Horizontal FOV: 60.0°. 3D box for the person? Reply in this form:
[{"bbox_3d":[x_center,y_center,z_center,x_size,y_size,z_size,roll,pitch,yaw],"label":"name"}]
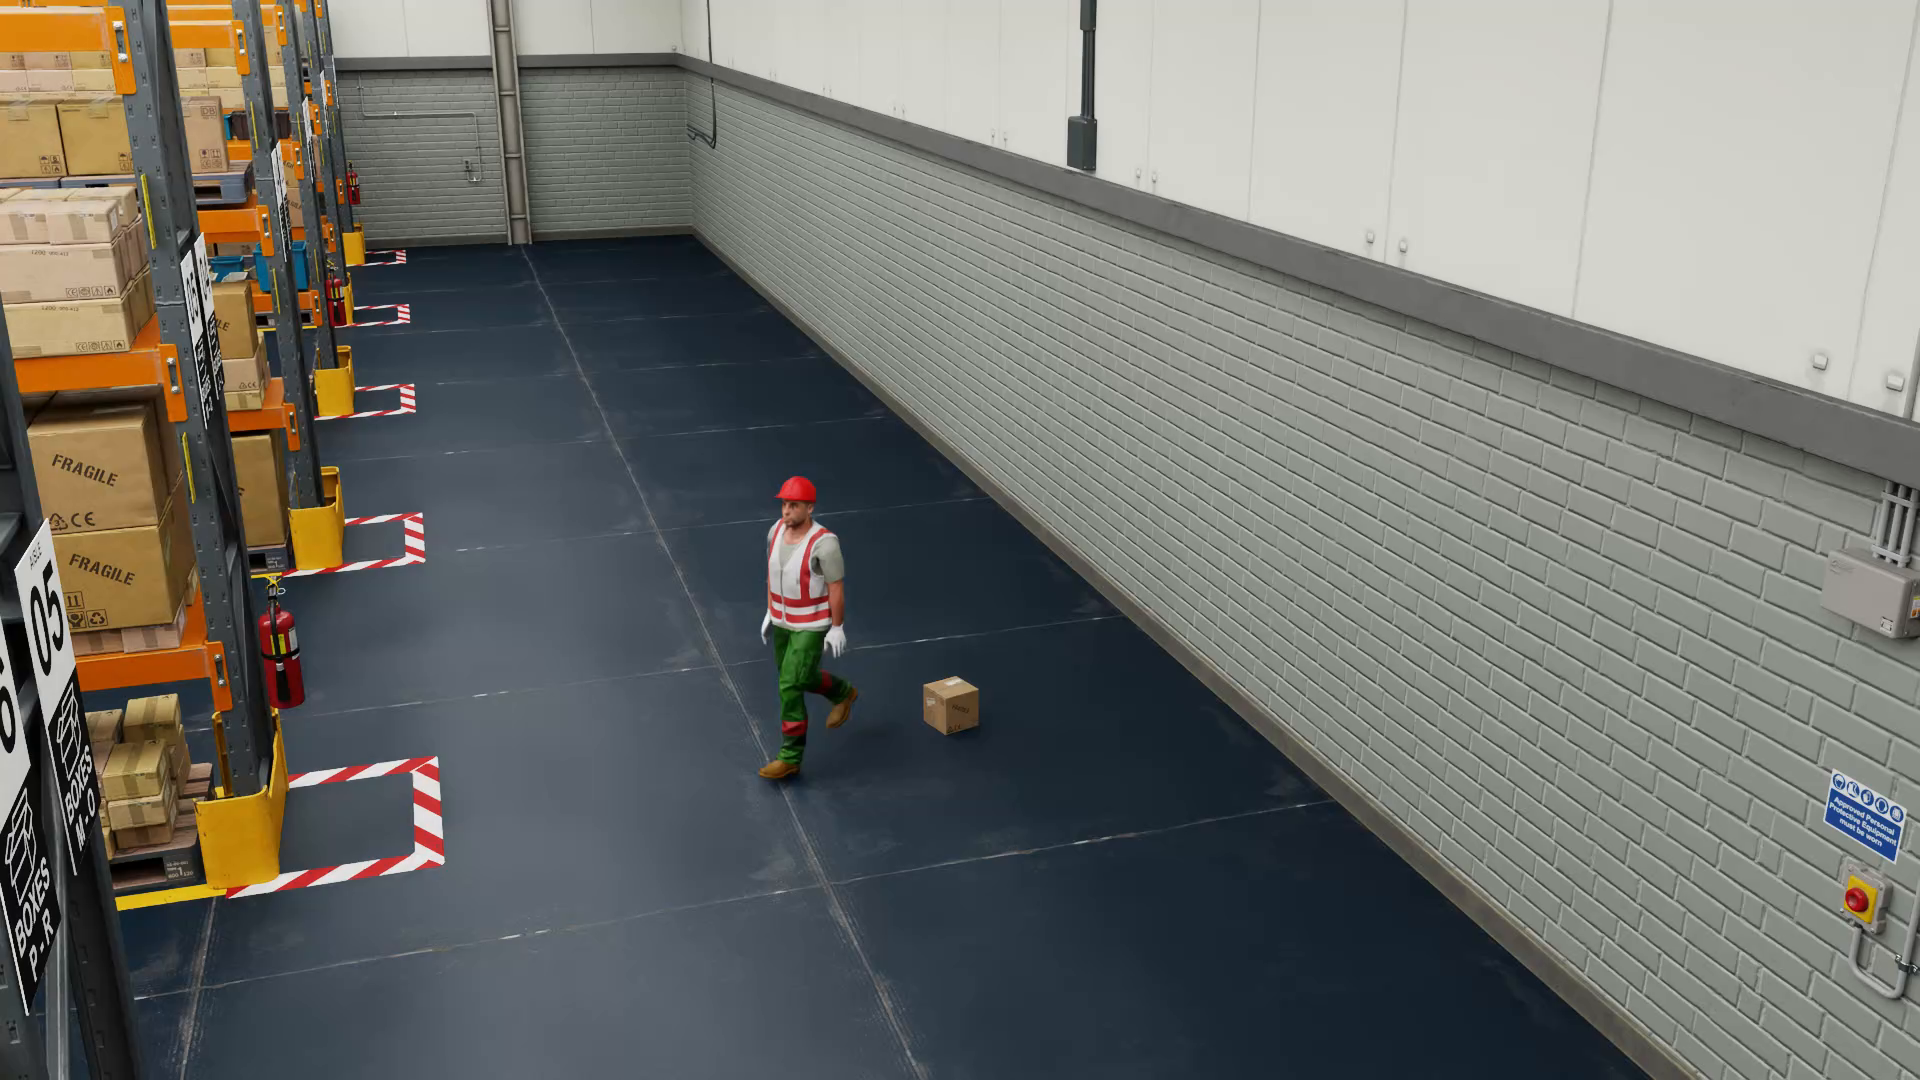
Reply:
[{"bbox_3d":[-0.885,0.463,9.680,0.535,1.762,0.929,16,25,39],"label":"person"}]
